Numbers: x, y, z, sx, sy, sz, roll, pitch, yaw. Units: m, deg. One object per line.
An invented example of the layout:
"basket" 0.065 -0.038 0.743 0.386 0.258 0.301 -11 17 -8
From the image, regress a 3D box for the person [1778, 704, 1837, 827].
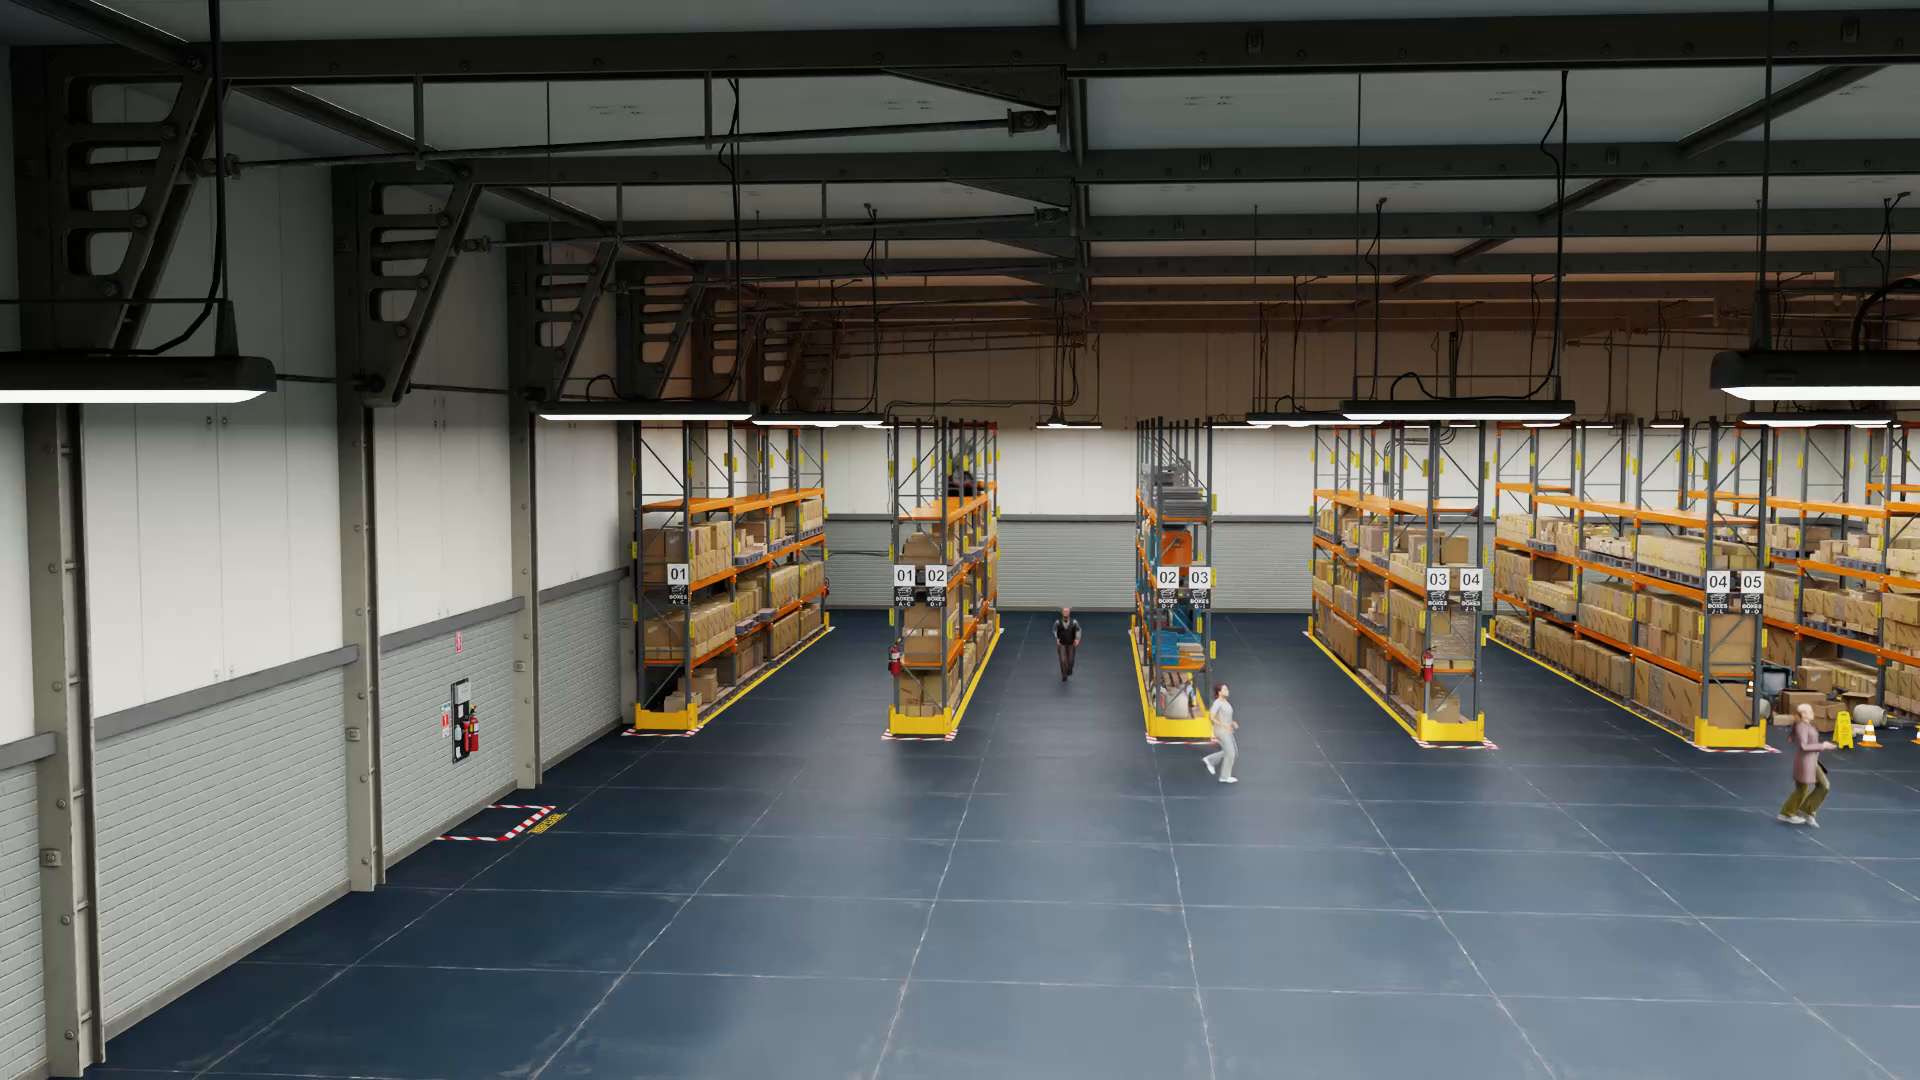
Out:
"person" 12.263 3.275 24.036 0.754 1.814 0.688 3 5 38

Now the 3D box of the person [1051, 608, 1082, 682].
"person" 2.431 2.378 37.974 0.690 1.676 0.606 0 4 1

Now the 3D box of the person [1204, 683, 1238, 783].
"person" 4.243 3.140 27.155 0.609 1.608 0.554 2 4 31

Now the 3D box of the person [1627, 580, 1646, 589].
"person" 19.166 1.787 47.283 0.796 1.790 0.658 0 4 3
